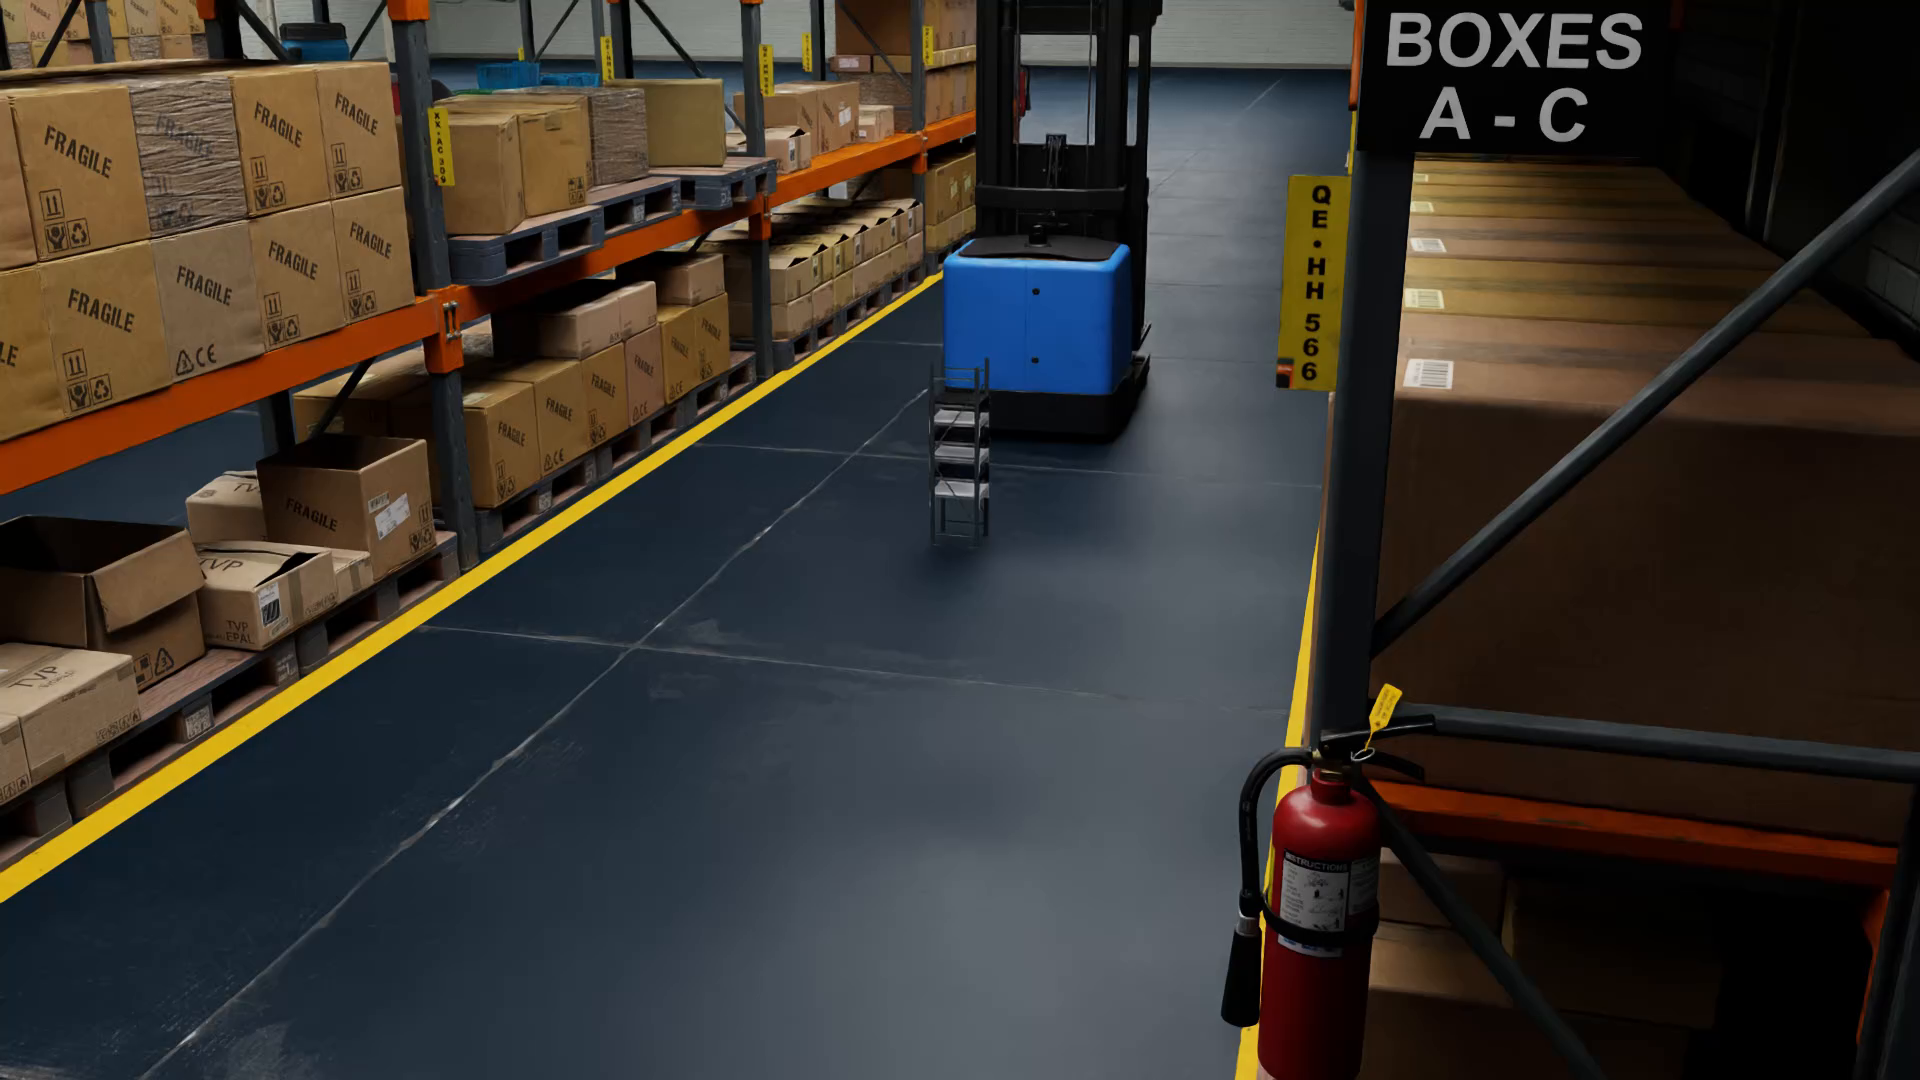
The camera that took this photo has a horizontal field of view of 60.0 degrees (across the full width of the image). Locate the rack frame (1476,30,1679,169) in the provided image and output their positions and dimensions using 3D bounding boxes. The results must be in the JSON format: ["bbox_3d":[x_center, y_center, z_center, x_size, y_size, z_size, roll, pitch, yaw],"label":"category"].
[{"bbox_3d":[2.039,-0.933,6.277,1.000,3.000,0.127,5,19,13],"label":"rack frame"}]

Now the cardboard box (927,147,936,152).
[{"bbox_3d":[-0.549,-3.716,16.869,0.500,0.500,0.500,5,19,13],"label":"cardboard box"}]

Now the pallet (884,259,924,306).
[{"bbox_3d":[-0.953,-2.276,14.526,1.003,0.211,1.213,5,19,13],"label":"pallet"}]

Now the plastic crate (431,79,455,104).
[{"bbox_3d":[-5.362,-4.347,16.370,0.767,0.338,0.504,5,19,13],"label":"plastic crate"}]

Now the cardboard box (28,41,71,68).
[{"bbox_3d":[-10.090,-5.092,17.839,0.875,0.500,0.500,5,19,13],"label":"cardboard box"}]

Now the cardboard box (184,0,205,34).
[{"bbox_3d":[-9.333,-6.337,19.937,0.500,0.500,0.500,5,19,13],"label":"cardboard box"}]

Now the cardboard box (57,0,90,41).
[{"bbox_3d":[-9.816,-5.709,18.100,0.500,0.500,0.500,5,19,13],"label":"cardboard box"}]

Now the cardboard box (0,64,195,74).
[{"bbox_3d":[-3.279,-1.556,6.400,0.500,0.500,0.500,4,19,12],"label":"cardboard box"}]

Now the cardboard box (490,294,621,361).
[{"bbox_3d":[-2.167,-1.149,8.936,0.500,0.250,0.500,5,19,13],"label":"cardboard box"}]

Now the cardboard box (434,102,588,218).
[{"bbox_3d":[-2.326,-1.920,8.364,0.700,0.500,0.500,8,20,22],"label":"cardboard box"}]

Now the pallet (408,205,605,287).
[{"bbox_3d":[-2.464,-1.474,8.158,1.003,0.211,1.213,5,19,13],"label":"pallet"}]

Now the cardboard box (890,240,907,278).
[{"bbox_3d":[-0.756,-2.416,14.225,0.500,0.250,0.500,4,19,13],"label":"cardboard box"}]

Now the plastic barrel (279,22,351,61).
[{"bbox_3d":[-6.001,-4.362,15.543,0.600,0.901,0.708,5,19,13],"label":"plastic barrel"}]

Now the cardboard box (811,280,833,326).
[{"bbox_3d":[-1.253,-1.772,12.340,0.500,0.250,0.500,4,19,12],"label":"cardboard box"}]

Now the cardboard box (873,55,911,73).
[{"bbox_3d":[-0.557,-4.253,14.841,0.380,0.149,0.250,5,19,13],"label":"cardboard box"}]

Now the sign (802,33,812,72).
[{"bbox_3d":[-1.349,-4.320,14.734,0.100,0.325,0.005,5,19,13],"label":"sign"}]

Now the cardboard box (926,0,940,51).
[{"bbox_3d":[-0.586,-4.789,15.407,0.700,0.500,0.500,5,19,13],"label":"cardboard box"}]

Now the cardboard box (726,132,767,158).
[{"bbox_3d":[-1.657,-2.645,11.428,0.500,0.311,0.500,6,20,17],"label":"cardboard box"}]

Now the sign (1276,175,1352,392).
[{"bbox_3d":[0.539,-0.386,2.519,0.100,0.325,0.005,5,19,13],"label":"sign"}]

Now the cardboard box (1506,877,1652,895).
[{"bbox_3d":[1.258,0.921,4.067,0.700,0.500,0.500,5,19,13],"label":"cardboard box"}]

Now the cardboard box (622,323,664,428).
[{"bbox_3d":[-2.038,-0.963,9.552,0.500,0.500,0.500,4,19,11],"label":"cardboard box"}]

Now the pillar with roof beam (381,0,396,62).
[{"bbox_3d":[-13.402,-18.796,49.294,9.100,9.000,0.400,5,19,13],"label":"pillar with roof beam"}]

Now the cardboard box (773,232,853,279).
[{"bbox_3d":[-1.128,-2.205,12.740,0.500,0.311,0.500,4,19,12],"label":"cardboard box"}]

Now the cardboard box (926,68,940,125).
[{"bbox_3d":[-0.586,-4.183,15.638,0.700,0.500,0.500,4,19,13],"label":"cardboard box"}]

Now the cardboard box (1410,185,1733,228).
[{"bbox_3d":[1.707,-0.677,5.066,0.980,0.700,0.700,4,19,12],"label":"cardboard box"}]

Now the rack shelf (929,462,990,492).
[{"bbox_3d":[-0.002,-0.307,8.075,0.258,0.077,0.200,5,19,13],"label":"rack shelf"}]

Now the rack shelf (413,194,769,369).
[{"bbox_3d":[-2.277,-1.609,9.370,1.077,0.370,4.000,5,19,13],"label":"rack shelf"}]

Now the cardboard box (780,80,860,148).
[{"bbox_3d":[-1.143,-3.473,13.560,0.500,0.500,0.500,6,20,17],"label":"cardboard box"}]

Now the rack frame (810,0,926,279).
[{"bbox_3d":[-0.811,-3.830,14.760,1.000,3.000,0.127,5,19,13],"label":"rack frame"}]

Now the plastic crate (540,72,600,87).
[{"bbox_3d":[-4.468,-5.225,19.075,0.499,0.251,0.616,5,19,13],"label":"plastic crate"}]

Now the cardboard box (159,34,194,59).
[{"bbox_3d":[-9.606,-5.719,19.675,0.875,0.500,0.500,5,19,13],"label":"cardboard box"}]

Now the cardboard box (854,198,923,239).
[{"bbox_3d":[-0.632,-2.843,14.608,0.500,0.311,0.500,5,19,13],"label":"cardboard box"}]

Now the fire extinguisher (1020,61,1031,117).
[{"bbox_3d":[0.646,-5.047,18.444,0.296,0.674,0.183,5,19,13],"label":"fire extinguisher"}]

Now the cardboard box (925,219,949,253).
[{"bbox_3d":[-0.404,-2.849,15.492,0.500,0.250,0.500,5,19,13],"label":"cardboard box"}]

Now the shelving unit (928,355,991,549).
[{"bbox_3d":[-0.002,-0.423,8.035,0.258,0.900,0.210,5,19,13],"label":"shelving unit"}]

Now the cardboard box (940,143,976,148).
[{"bbox_3d":[0.094,-3.830,17.204,0.500,0.500,0.500,5,19,13],"label":"cardboard box"}]

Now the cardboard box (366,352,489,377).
[{"bbox_3d":[-2.794,-0.679,8.723,0.500,0.500,0.500,5,19,14],"label":"cardboard box"}]

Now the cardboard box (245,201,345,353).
[{"bbox_3d":[-2.763,-1.031,6.411,0.500,0.500,0.500,5,20,15],"label":"cardboard box"}]

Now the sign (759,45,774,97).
[{"bbox_3d":[-1.260,-3.047,10.798,0.100,0.325,0.005,5,19,13],"label":"sign"}]

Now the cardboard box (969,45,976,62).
[{"bbox_3d":[-0.057,-4.897,16.726,0.380,0.149,0.250,5,20,15],"label":"cardboard box"}]

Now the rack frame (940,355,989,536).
[{"bbox_3d":[0.023,-0.455,8.128,0.240,0.900,0.006,5,19,13],"label":"rack frame"}]

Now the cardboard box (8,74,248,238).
[{"bbox_3d":[-2.884,-1.345,5.784,0.500,0.500,0.500,5,19,14],"label":"cardboard box"}]

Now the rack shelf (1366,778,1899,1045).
[{"bbox_3d":[1.550,0.035,4.558,1.077,0.370,4.000,5,19,13],"label":"rack shelf"}]

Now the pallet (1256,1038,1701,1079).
[{"bbox_3d":[1.181,1.384,3.809,1.003,0.211,1.213,5,19,13],"label":"pallet"}]

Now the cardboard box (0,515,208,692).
[{"bbox_3d":[-3.220,0.240,6.026,0.797,0.503,0.637,5,19,13],"label":"cardboard box"}]

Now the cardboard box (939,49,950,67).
[{"bbox_3d":[-0.309,-4.573,15.779,0.380,0.149,0.250,4,19,12],"label":"cardboard box"}]

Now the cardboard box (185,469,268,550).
[{"bbox_3d":[-3.078,-0.144,7.447,0.500,0.311,0.500,5,19,13],"label":"cardboard box"}]

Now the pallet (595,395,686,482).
[{"bbox_3d":[-2.307,-0.644,9.748,1.003,0.211,1.213,5,19,13],"label":"pallet"}]

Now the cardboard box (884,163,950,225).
[{"bbox_3d":[-0.394,-3.203,15.369,0.500,0.500,0.500,5,19,13],"label":"cardboard box"}]

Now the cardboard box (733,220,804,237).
[{"bbox_3d":[-1.528,-2.401,13.313,0.500,0.311,0.500,5,20,15],"label":"cardboard box"}]

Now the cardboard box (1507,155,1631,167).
[{"bbox_3d":[2.396,-1.254,6.573,0.500,0.500,0.500,4,19,12],"label":"cardboard box"}]

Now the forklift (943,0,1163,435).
[{"bbox_3d":[0.694,-2.445,10.811,1.130,2.935,3.031,4,19,11],"label":"forklift"}]
